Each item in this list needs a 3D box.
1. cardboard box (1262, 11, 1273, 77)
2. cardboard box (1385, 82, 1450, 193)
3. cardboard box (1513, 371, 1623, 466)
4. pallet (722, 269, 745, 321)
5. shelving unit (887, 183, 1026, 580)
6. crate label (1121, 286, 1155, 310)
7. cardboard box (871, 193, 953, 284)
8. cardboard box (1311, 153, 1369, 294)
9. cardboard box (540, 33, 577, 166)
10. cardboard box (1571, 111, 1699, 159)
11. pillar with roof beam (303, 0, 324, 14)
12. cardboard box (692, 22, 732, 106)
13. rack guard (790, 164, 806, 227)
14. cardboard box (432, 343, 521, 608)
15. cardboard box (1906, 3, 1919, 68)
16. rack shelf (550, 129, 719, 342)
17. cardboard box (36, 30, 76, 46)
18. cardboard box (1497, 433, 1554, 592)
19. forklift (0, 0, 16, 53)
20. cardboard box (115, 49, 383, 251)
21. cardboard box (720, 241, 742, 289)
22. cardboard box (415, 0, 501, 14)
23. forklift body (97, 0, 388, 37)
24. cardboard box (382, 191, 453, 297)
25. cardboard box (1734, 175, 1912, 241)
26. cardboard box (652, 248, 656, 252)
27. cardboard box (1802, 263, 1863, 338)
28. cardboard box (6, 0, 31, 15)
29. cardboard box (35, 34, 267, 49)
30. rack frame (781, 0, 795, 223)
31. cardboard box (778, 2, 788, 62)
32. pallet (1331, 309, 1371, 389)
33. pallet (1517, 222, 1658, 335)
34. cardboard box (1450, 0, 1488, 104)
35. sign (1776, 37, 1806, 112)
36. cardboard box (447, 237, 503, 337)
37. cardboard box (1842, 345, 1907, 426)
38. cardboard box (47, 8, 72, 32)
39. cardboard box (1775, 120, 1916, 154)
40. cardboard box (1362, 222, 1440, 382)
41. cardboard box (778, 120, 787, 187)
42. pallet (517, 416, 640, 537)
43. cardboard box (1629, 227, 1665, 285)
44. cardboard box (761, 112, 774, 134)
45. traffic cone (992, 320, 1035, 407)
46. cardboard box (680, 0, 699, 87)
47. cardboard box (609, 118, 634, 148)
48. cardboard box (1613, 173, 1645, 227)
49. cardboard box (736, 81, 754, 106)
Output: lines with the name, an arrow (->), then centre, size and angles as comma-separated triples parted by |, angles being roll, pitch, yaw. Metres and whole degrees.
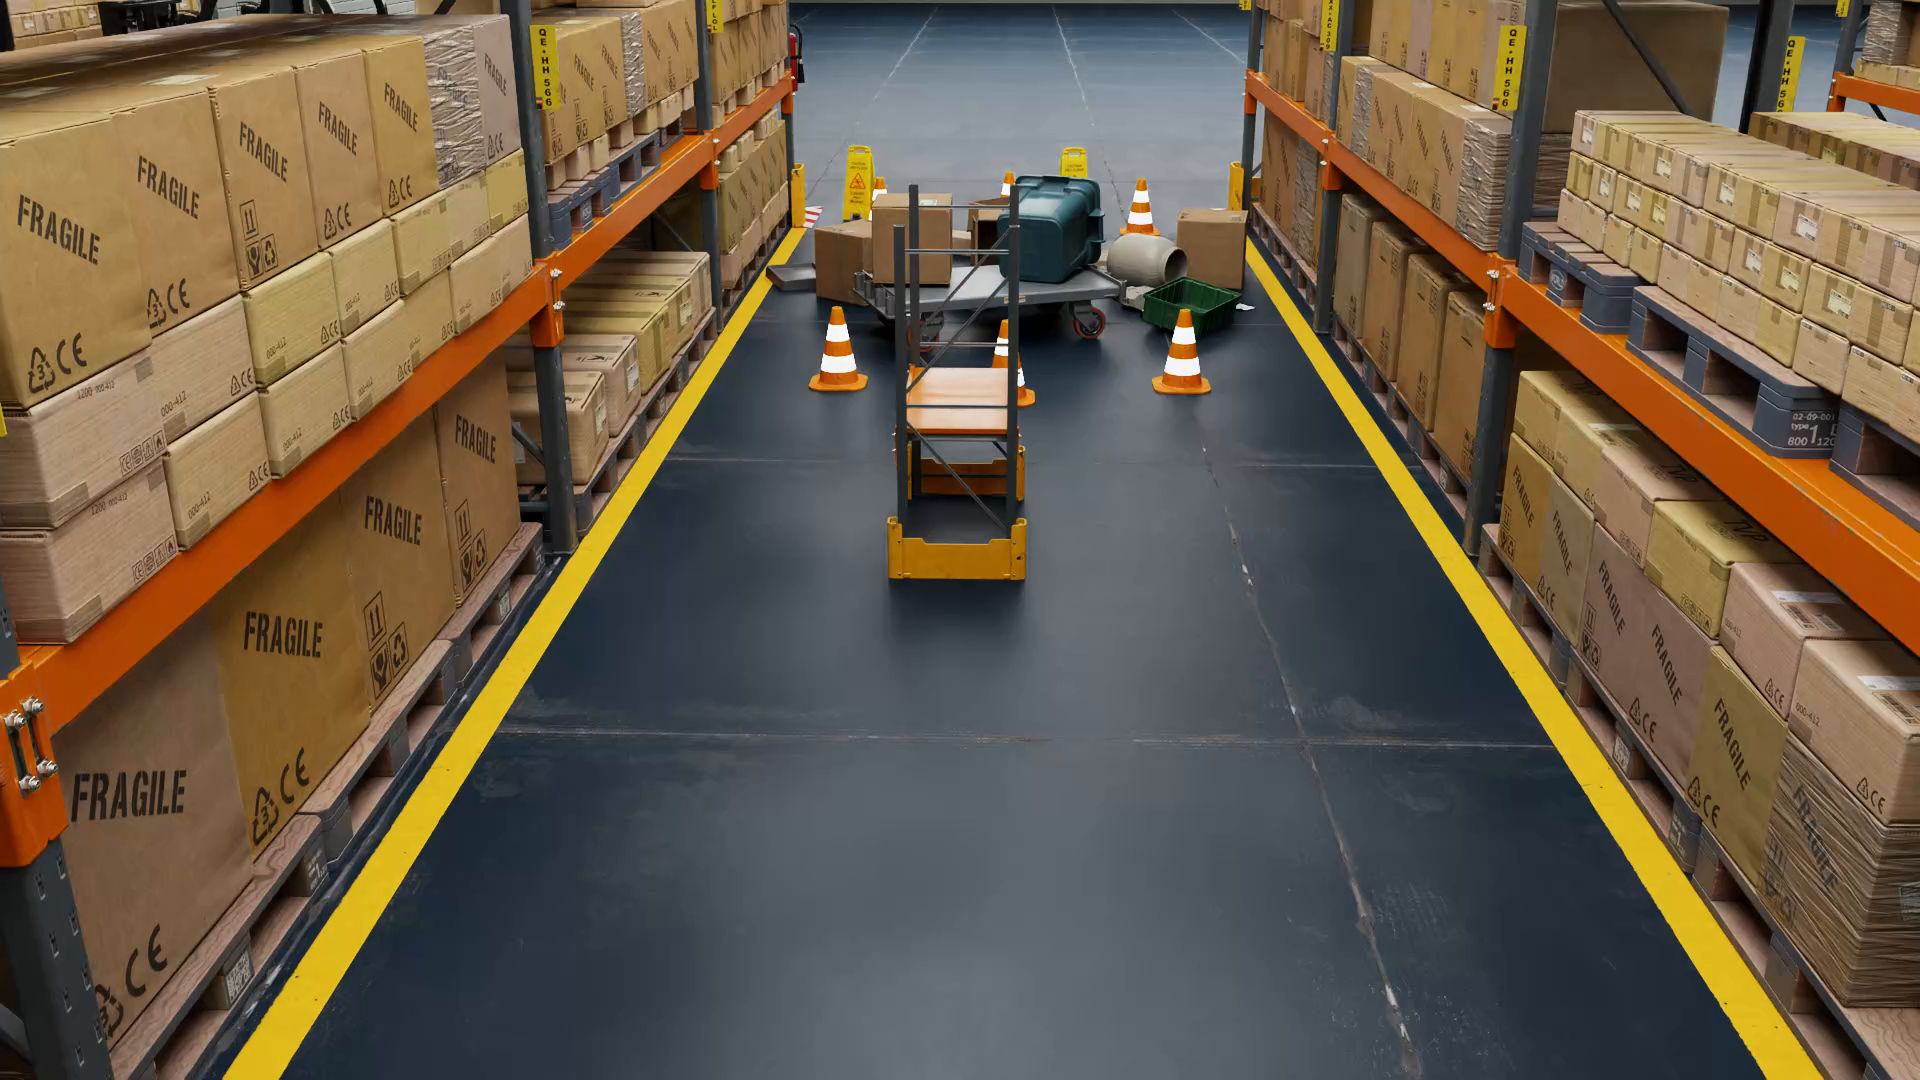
cardboard box -> 3.019, -4.161, 13.900 | 0.875, 0.550, 0.550 | 1, 21, 2
cardboard box -> 2.530, -2.093, 8.637 | 0.500, 0.500, 0.500 | 1, 21, 2
cardboard box -> 2.479, -0.467, 6.424 | 0.500, 0.250, 0.500 | 0, 21, -1
pallet -> -2.102, -1.741, 11.724 | 1.003, 0.211, 1.213 | 1, 21, 2
shelving unit -> 0.002, -0.727, 7.329 | 0.587, 1.500, 1.083 | 1, 21, 2
crate label -> 1.282, -1.705, 11.733 | 0.298, 0.136, 0.250 | -16, 26, -35
cardboard box -> -0.307, -1.977, 10.886 | 0.500, 0.500, 0.500 | 1, 21, 2
cardboard box -> 2.953, -2.212, 11.439 | 0.875, 0.875, 0.875 | 1, 21, 2
cardboard box -> -1.964, -1.893, 7.131 | 0.500, 0.500, 0.500 | 0, 21, 0
cardboard box -> 2.534, -1.523, 6.252 | 0.380, 0.149, 0.250 | 1, 21, 2
pillar with roof beam -> -3.364, -8.974, 18.218 | 9.100, 9.000, 0.400 | 1, 21, 2
cardboard box -> -1.795, -3.139, 10.923 | 0.500, 0.500, 0.500 | 1, 21, 1
rack guard -> -1.968, -3.051, 14.702 | 1.175, 0.500, 0.348 | 1, 21, 2
cardboard box -> -2.313, -0.308, 6.533 | 0.875, 0.875, 0.875 | 0, 21, 1
cardboard box -> 8.000, -3.940, 12.987 | 0.875, 0.500, 0.500 | 1, 21, 2
rack shelf -> -2.148, -1.739, 8.860 | 1.077, 0.370, 4.000 | 1, 21, 2
cardboard box -> -6.761, -3.427, 12.076 | 0.500, 0.500, 0.500 | 0, 21, 1
cardboard box -> 2.465, -0.111, 6.544 | 0.500, 0.500, 0.500 | 0, 21, -1
forklift -> -4.896, -1.726, 7.926 | 1.130, 2.935, 3.031 | -4, 22, -10
cardboard box -> -2.015, -1.127, 4.765 | 0.500, 0.500, 0.500 | 0, 21, 1
cardboard box -> -1.799, -1.922, 11.557 | 0.500, 0.250, 0.500 | 0, 21, -1
cardboard box -> -2.441, -2.630, 8.133 | 0.380, 0.149, 0.250 | 0, 21, -1
forklift body -> -5.161, -3.196, 12.793 | 2.313, 2.155, 1.214 | 1, 21, 2
cardboard box -> -1.977, -0.966, 5.388 | 0.500, 0.250, 0.500 | 0, 21, 0
cardboard box -> 2.484, -0.959, 4.799 | 0.380, 0.149, 0.250 | 0, 21, 1
cardboard box -> -2.338, -1.928, 11.573 | 0.500, 0.250, 0.500 | 2, 21, 4
cardboard box -> 2.465, -0.629, 4.358 | 0.380, 0.149, 0.250 | 0, 21, -1
cardboard box -> -6.716, -3.731, 11.551 | 0.380, 0.149, 0.250 | 1, 21, 3
cardboard box -> -2.505, -1.322, 5.270 | 0.500, 0.500, 0.500 | 1, 21, 3
rack frame -> -1.966, -4.244, 14.321 | 1.000, 3.000, 0.127 | 1, 21, 2
cardboard box -> -1.707, -4.230, 13.735 | 0.500, 0.500, 0.500 | 0, 21, 1
pallet -> 2.915, -1.200, 10.330 | 1.003, 0.211, 1.213 | 1, 21, 2
pallet -> 2.827, -0.985, 6.187 | 1.213, 0.211, 1.003 | 1, 21, 2
cardboard box -> 2.793, -2.377, 7.988 | 0.700, 0.500, 0.500 | 0, 21, 1
sign -> 3.285, -1.834, 6.618 | 0.100, 0.325, 0.005 | 1, 21, 2
cardboard box -> -1.965, -0.911, 5.938 | 0.500, 0.250, 0.500 | 1, 21, 3
cardboard box -> 2.459, -0.387, 4.145 | 0.380, 0.149, 0.250 | 0, 21, -1
cardboard box -> -6.709, -3.775, 12.077 | 0.380, 0.149, 0.250 | 0, 21, 0
cardboard box -> 3.175, -1.417, 5.978 | 0.380, 0.149, 0.250 | 0, 21, 1
cardboard box -> 2.901, -1.353, 9.398 | 1.050, 0.750, 0.750 | 1, 21, 2
cardboard box -> -1.729, -3.215, 13.852 | 0.500, 0.500, 0.500 | 1, 21, 2
pallet -> -2.184, -0.334, 8.098 | 1.003, 0.211, 1.213 | 1, 21, 2
cardboard box -> 2.504, -0.961, 5.625 | 0.380, 0.149, 0.250 | 2, 21, 4
cardboard box -> -1.684, -3.293, 13.157 | 0.380, 0.149, 0.250 | 1, 21, 3
traffic cone -> 0.265, -1.036, 9.558 | 0.336, 0.463, 0.334 | 1, 21, 2
cardboard box -> -1.872, -3.009, 10.008 | 0.500, 0.500, 0.500 | 0, 21, 1
cardboard box -> -1.916, -2.130, 8.637 | 0.380, 0.149, 0.250 | 1, 21, 3
cardboard box -> 2.515, -1.184, 5.789 | 0.380, 0.149, 0.250 | 0, 21, 0
cardboard box -> -1.709, -3.254, 12.115 | 0.380, 0.149, 0.250 | 1, 21, 2
